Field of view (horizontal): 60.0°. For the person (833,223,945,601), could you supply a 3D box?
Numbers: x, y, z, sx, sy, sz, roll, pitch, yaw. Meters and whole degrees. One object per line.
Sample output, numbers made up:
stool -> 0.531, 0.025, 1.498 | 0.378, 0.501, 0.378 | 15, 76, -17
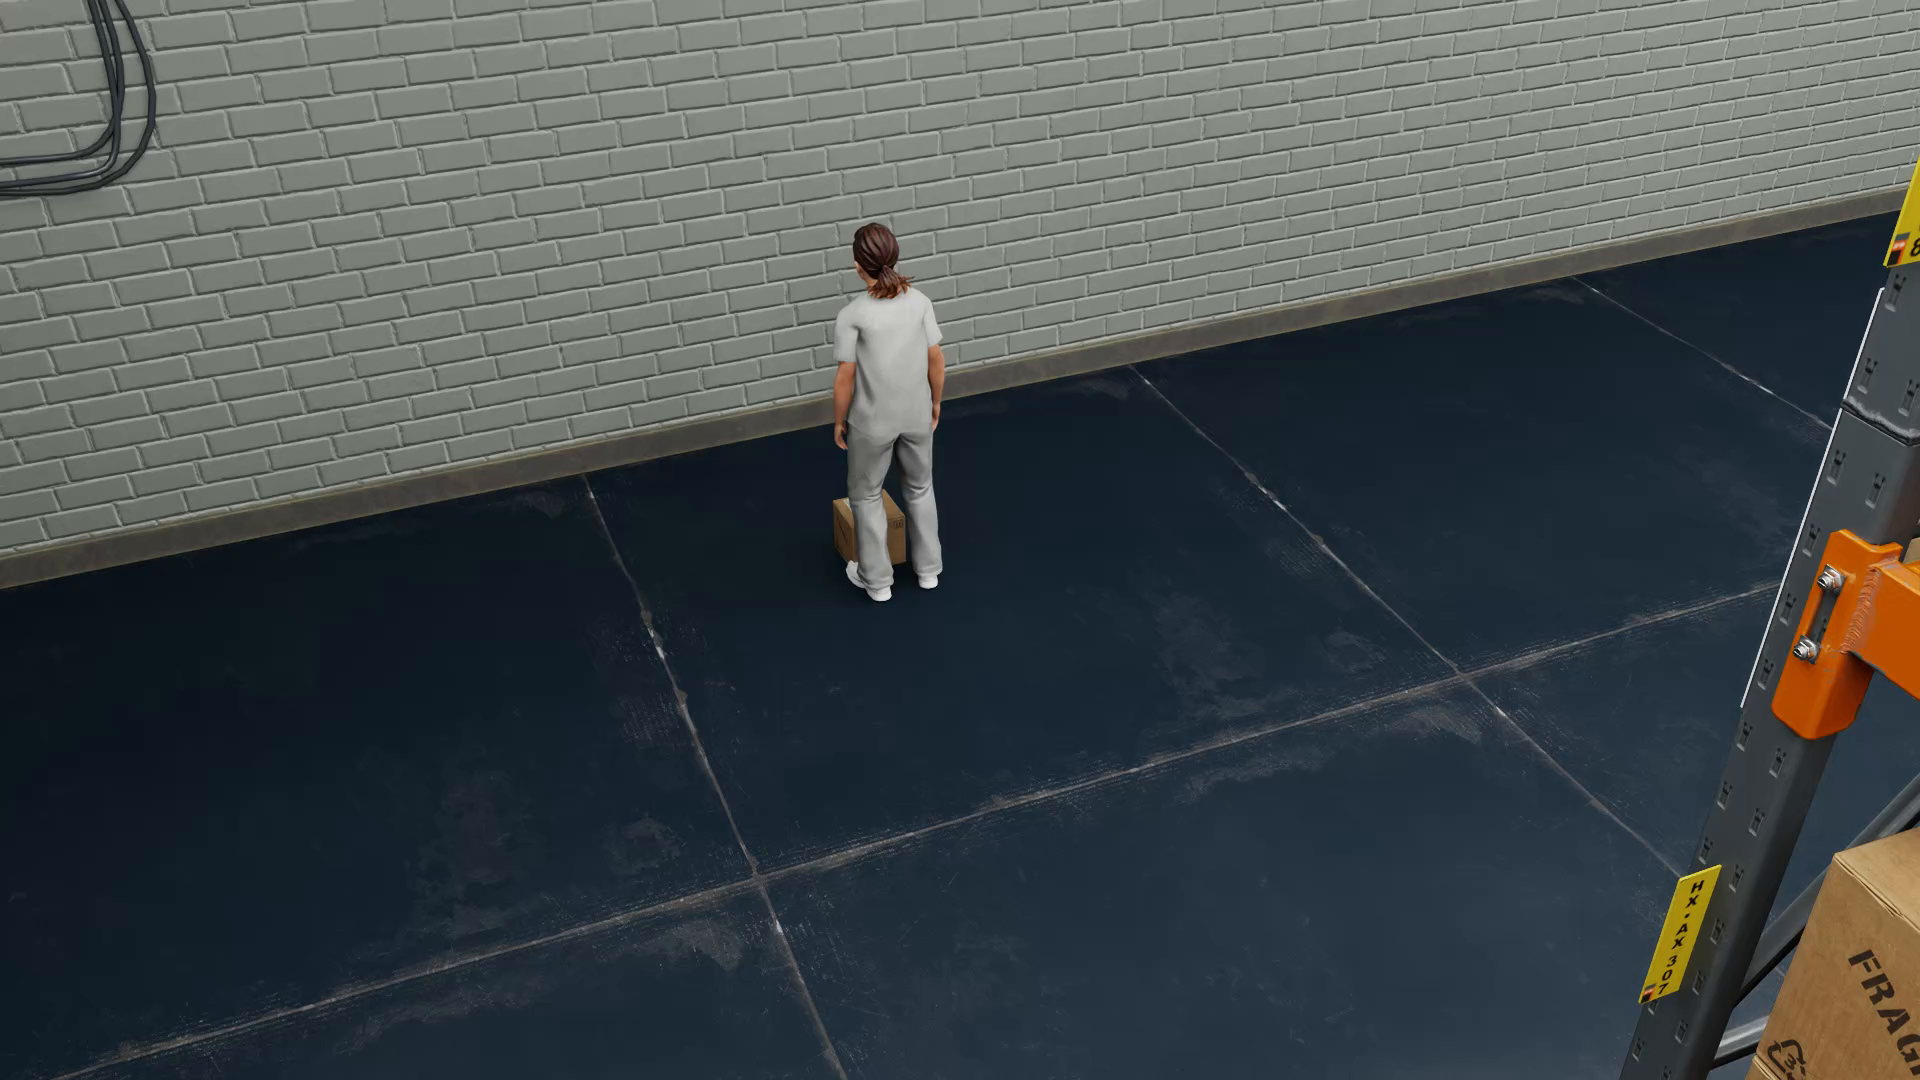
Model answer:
person -> -0.299, -0.409, 6.970 | 0.484, 1.438, 0.360 | -13, 36, -19
